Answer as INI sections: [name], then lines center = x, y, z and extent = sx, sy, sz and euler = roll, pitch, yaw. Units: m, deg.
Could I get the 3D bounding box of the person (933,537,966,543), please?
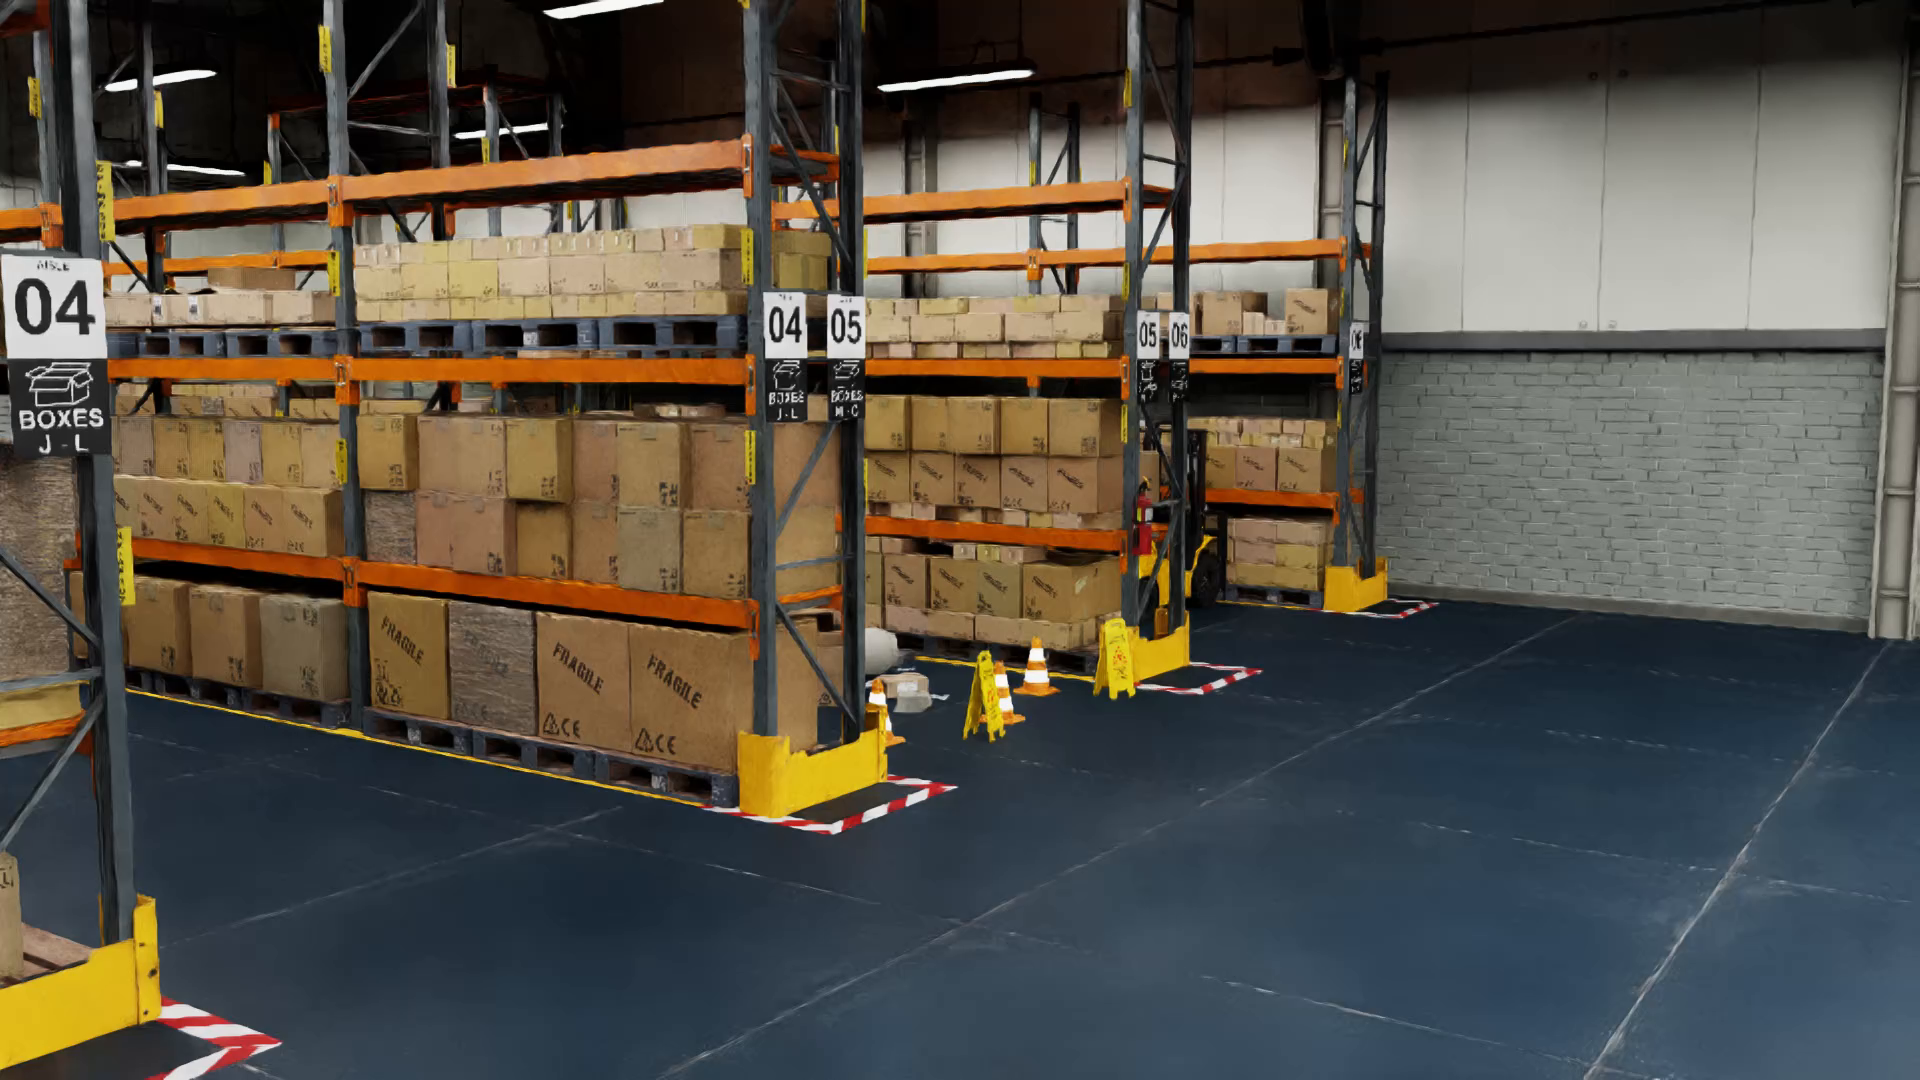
[person]
center = 0.025, -0.047, 18.134
extent = 0.583, 1.719, 0.659
euler = -2, 6, -14
